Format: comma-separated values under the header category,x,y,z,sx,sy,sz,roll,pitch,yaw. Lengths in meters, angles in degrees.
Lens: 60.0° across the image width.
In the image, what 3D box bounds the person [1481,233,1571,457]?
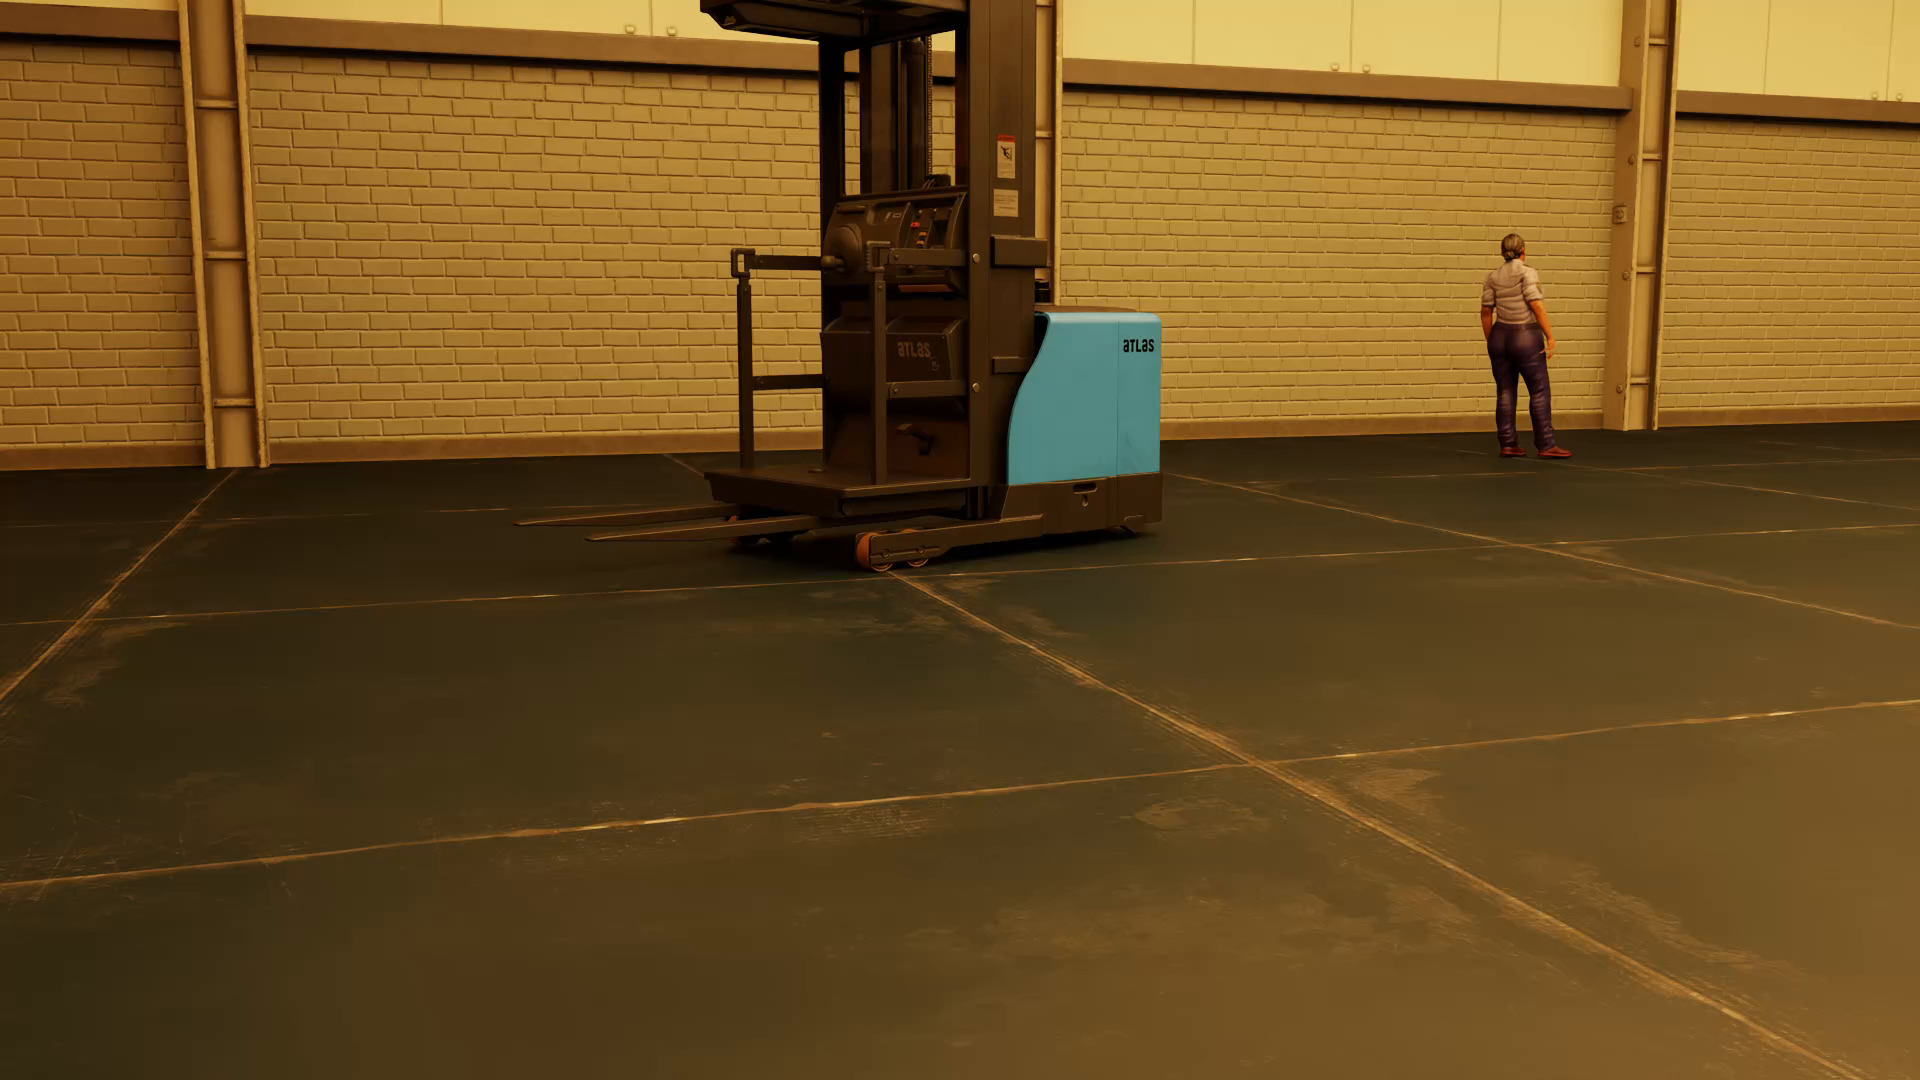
category,x,y,z,sx,sy,sz,roll,pitch,yaw
person,4.224,-1.449,12.416,0.503,1.650,0.598,-6,10,-36

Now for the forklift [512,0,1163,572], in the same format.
category,x,y,z,sx,sy,sz,roll,pitch,yaw
forklift,-0.461,-1.399,7.333,3.031,2.935,1.130,-7,10,-40
